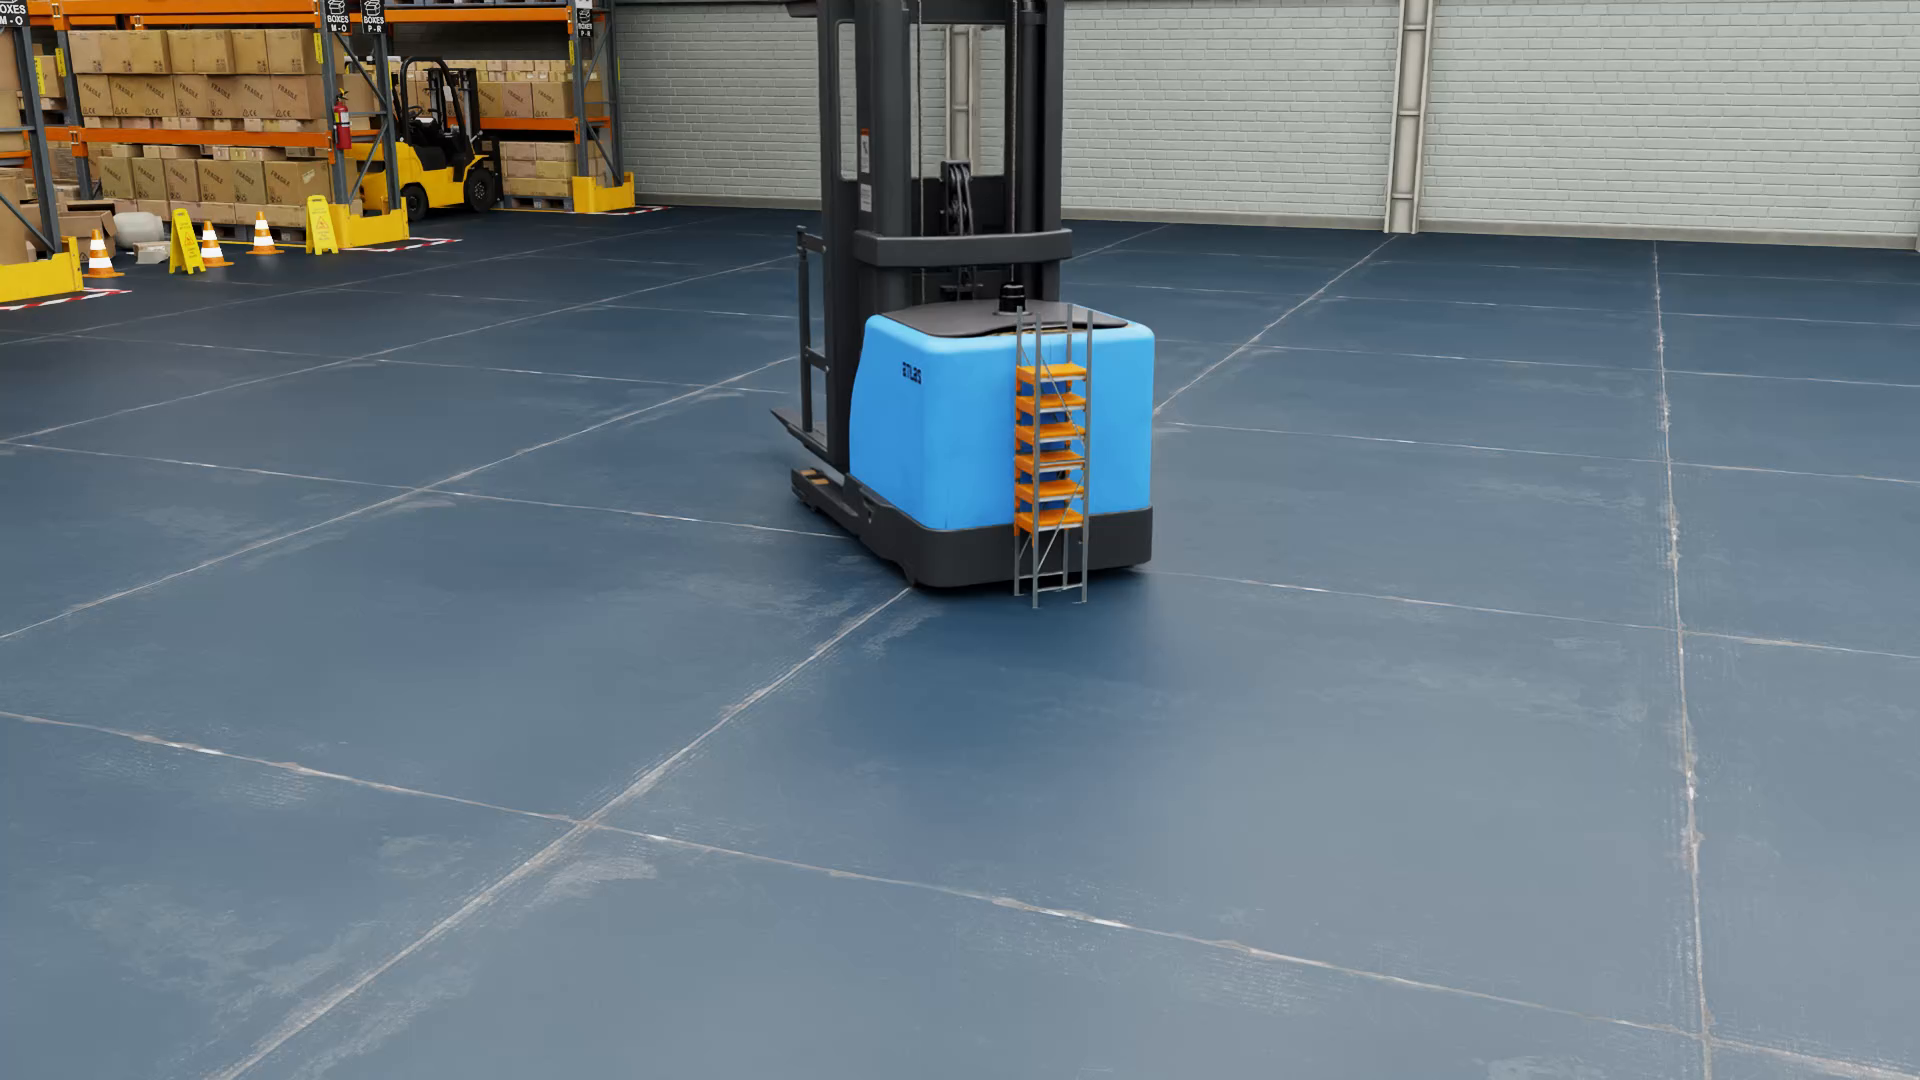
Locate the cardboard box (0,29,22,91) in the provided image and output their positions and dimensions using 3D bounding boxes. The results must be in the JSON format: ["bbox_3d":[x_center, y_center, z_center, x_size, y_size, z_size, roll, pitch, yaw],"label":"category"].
[{"bbox_3d":[-9.093,-4.346,15.058,0.550,0.550,0.875,6,17,21],"label":"cardboard box"}]

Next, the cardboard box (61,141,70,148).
[{"bbox_3d":[-14.650,-6.587,27.549,0.250,0.149,0.380,6,17,21],"label":"cardboard box"}]

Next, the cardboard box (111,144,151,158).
[{"bbox_3d":[-10.217,-4.805,20.515,0.250,0.149,0.380,7,17,21],"label":"cardboard box"}]

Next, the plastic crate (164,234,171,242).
[{"bbox_3d":[-9.602,-3.635,20.053,0.583,0.080,0.402,0,16,1],"label":"plastic crate"}]

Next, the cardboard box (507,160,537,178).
[{"bbox_3d":[-6.252,-5.433,24.292,0.500,0.250,0.500,6,17,20],"label":"cardboard box"}]

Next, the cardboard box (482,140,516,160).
[{"bbox_3d":[-6.715,-5.717,24.371,0.500,0.250,0.500,7,17,21],"label":"cardboard box"}]

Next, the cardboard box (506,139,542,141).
[{"bbox_3d":[-6.527,-5.853,24.840,0.500,0.250,0.500,6,17,20],"label":"cardboard box"}]

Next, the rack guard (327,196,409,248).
[{"bbox_3d":[-7.111,-3.809,19.897,0.348,0.500,1.175,6,17,21],"label":"rack guard"}]

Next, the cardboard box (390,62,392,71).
[{"bbox_3d":[-8.473,-7.093,24.848,0.250,0.149,0.380,7,17,21],"label":"cardboard box"}]

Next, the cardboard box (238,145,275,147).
[{"bbox_3d":[-10.852,-5.968,26.357,0.625,0.625,0.875,6,17,18],"label":"cardboard box"}]

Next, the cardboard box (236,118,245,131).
[{"bbox_3d":[-8.411,-4.974,19.877,0.250,0.149,0.380,7,17,21],"label":"cardboard box"}]

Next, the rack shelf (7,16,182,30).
[{"bbox_3d":[-14.525,-8.407,27.164,4.000,0.370,1.077,6,17,21],"label":"rack shelf"}]

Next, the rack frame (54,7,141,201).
[{"bbox_3d":[-10.761,-5.411,20.932,0.127,3.000,1.000,6,17,21],"label":"rack frame"}]

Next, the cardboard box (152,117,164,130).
[{"bbox_3d":[-9.597,-5.090,20.276,0.250,0.149,0.380,6,17,20],"label":"cardboard box"}]

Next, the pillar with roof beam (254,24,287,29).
[{"bbox_3d":[-12.700,-8.973,22.440,0.400,9.000,9.100,6,17,21],"label":"pillar with roof beam"}]

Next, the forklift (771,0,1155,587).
[{"bbox_3d":[-0.197,-1.540,7.879,1.129,2.843,3.031,-6,17,-21],"label":"forklift"}]

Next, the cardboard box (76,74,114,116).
[{"bbox_3d":[-10.454,-5.484,20.472,0.500,0.500,0.500,6,17,20],"label":"cardboard box"}]

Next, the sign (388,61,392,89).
[{"bbox_3d":[-6.841,-5.558,19.886,0.005,0.325,0.100,6,17,21],"label":"sign"}]

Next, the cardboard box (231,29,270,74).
[{"bbox_3d":[-8.064,-5.722,19.497,0.500,0.500,0.700,6,17,21],"label":"cardboard box"}]

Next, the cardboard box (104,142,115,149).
[{"bbox_3d":[-13.711,-6.464,27.125,0.250,0.149,0.380,6,17,19],"label":"cardboard box"}]

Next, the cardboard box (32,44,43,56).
[{"bbox_3d":[-12.117,-6.339,21.500,0.250,0.149,0.380,7,18,24],"label":"cardboard box"}]

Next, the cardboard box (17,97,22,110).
[{"bbox_3d":[-11.833,-5.522,21.010,0.250,0.149,0.380,6,17,20],"label":"cardboard box"}]

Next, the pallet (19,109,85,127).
[{"bbox_3d":[-11.419,-5.435,21.358,1.213,0.211,1.003,6,17,21],"label":"pallet"}]

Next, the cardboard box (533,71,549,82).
[{"bbox_3d":[-5.896,-6.630,23.789,0.250,0.149,0.380,7,17,22],"label":"cardboard box"}]

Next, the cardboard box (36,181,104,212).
[{"bbox_3d":[-11.250,-4.404,21.422,0.625,0.372,0.950,7,17,21],"label":"cardboard box"}]

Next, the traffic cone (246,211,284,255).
[{"bbox_3d":[-7.913,-3.493,18.875,0.334,0.463,0.336,6,17,21],"label":"traffic cone"}]

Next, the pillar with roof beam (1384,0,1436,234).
[{"bbox_3d":[4.044,-7.131,16.098,0.400,9.000,9.100,6,17,21],"label":"pillar with roof beam"}]

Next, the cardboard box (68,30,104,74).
[{"bbox_3d":[-10.431,-5.981,20.388,0.500,0.500,0.700,6,17,20],"label":"cardboard box"}]

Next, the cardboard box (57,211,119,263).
[{"bbox_3d":[-9.603,-3.326,18.227,0.637,0.503,0.797,-5,17,-18],"label":"cardboard box"}]

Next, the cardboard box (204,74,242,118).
[{"bbox_3d":[-8.574,-5.281,19.772,0.500,0.500,0.500,6,17,20],"label":"cardboard box"}]

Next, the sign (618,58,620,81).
[{"bbox_3d":[-5.013,-6.887,24.320,0.005,0.325,0.100,6,17,21],"label":"sign"}]

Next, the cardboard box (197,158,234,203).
[{"bbox_3d":[-8.835,-4.363,20.157,0.500,0.500,0.500,6,17,19],"label":"cardboard box"}]

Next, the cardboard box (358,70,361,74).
[{"bbox_3d":[-9.192,-7.150,25.578,0.250,0.149,0.380,6,17,19],"label":"cardboard box"}]

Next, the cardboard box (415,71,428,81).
[{"bbox_3d":[-7.804,-6.840,24.512,0.250,0.149,0.380,6,17,20],"label":"cardboard box"}]

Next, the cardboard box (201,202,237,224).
[{"bbox_3d":[-8.859,-4.003,20.260,0.500,0.250,0.500,6,17,19],"label":"cardboard box"}]

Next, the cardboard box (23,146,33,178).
[{"bbox_3d":[-15.519,-6.358,27.926,0.500,0.500,0.500,6,17,20],"label":"cardboard box"}]

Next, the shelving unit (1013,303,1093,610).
[{"bbox_3d":[0.369,-0.329,6.656,0.258,1.200,0.189,-6,17,-21],"label":"shelving unit"}]

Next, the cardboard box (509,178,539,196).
[{"bbox_3d":[-6.235,-5.190,24.350,0.500,0.250,0.500,6,17,21],"label":"cardboard box"}]

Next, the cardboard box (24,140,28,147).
[{"bbox_3d":[-15.620,-6.692,27.913,0.250,0.149,0.380,5,17,18],"label":"cardboard box"}]

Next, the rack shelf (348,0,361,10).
[{"bbox_3d":[-8.901,-6.395,19.882,3.809,0.124,0.919,6,17,21],"label":"rack shelf"}]

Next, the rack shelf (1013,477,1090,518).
[{"bbox_3d":[0.369,-0.171,6.701,0.258,0.103,0.180,-6,17,-21],"label":"rack shelf"}]

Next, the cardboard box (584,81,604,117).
[{"bbox_3d":[-5.581,-6.460,24.367,0.500,0.500,0.500,7,18,22],"label":"cardboard box"}]

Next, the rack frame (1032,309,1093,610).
[{"bbox_3d":[0.403,-0.306,6.574,0.240,1.200,0.006,-6,17,-21],"label":"rack frame"}]

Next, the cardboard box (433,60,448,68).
[{"bbox_3d":[-7.528,-6.980,24.461,0.250,0.149,0.380,6,17,20],"label":"cardboard box"}]

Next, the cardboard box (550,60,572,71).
[{"bbox_3d":[-5.633,-6.774,23.750,0.250,0.149,0.380,6,17,21],"label":"cardboard box"}]

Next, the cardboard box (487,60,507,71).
[{"bbox_3d":[-6.614,-6.853,24.024,0.250,0.149,0.380,7,18,22],"label":"cardboard box"}]

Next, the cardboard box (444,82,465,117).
[{"bbox_3d":[-7.204,-6.476,24.421,0.500,0.500,0.500,6,17,21],"label":"cardboard box"}]
